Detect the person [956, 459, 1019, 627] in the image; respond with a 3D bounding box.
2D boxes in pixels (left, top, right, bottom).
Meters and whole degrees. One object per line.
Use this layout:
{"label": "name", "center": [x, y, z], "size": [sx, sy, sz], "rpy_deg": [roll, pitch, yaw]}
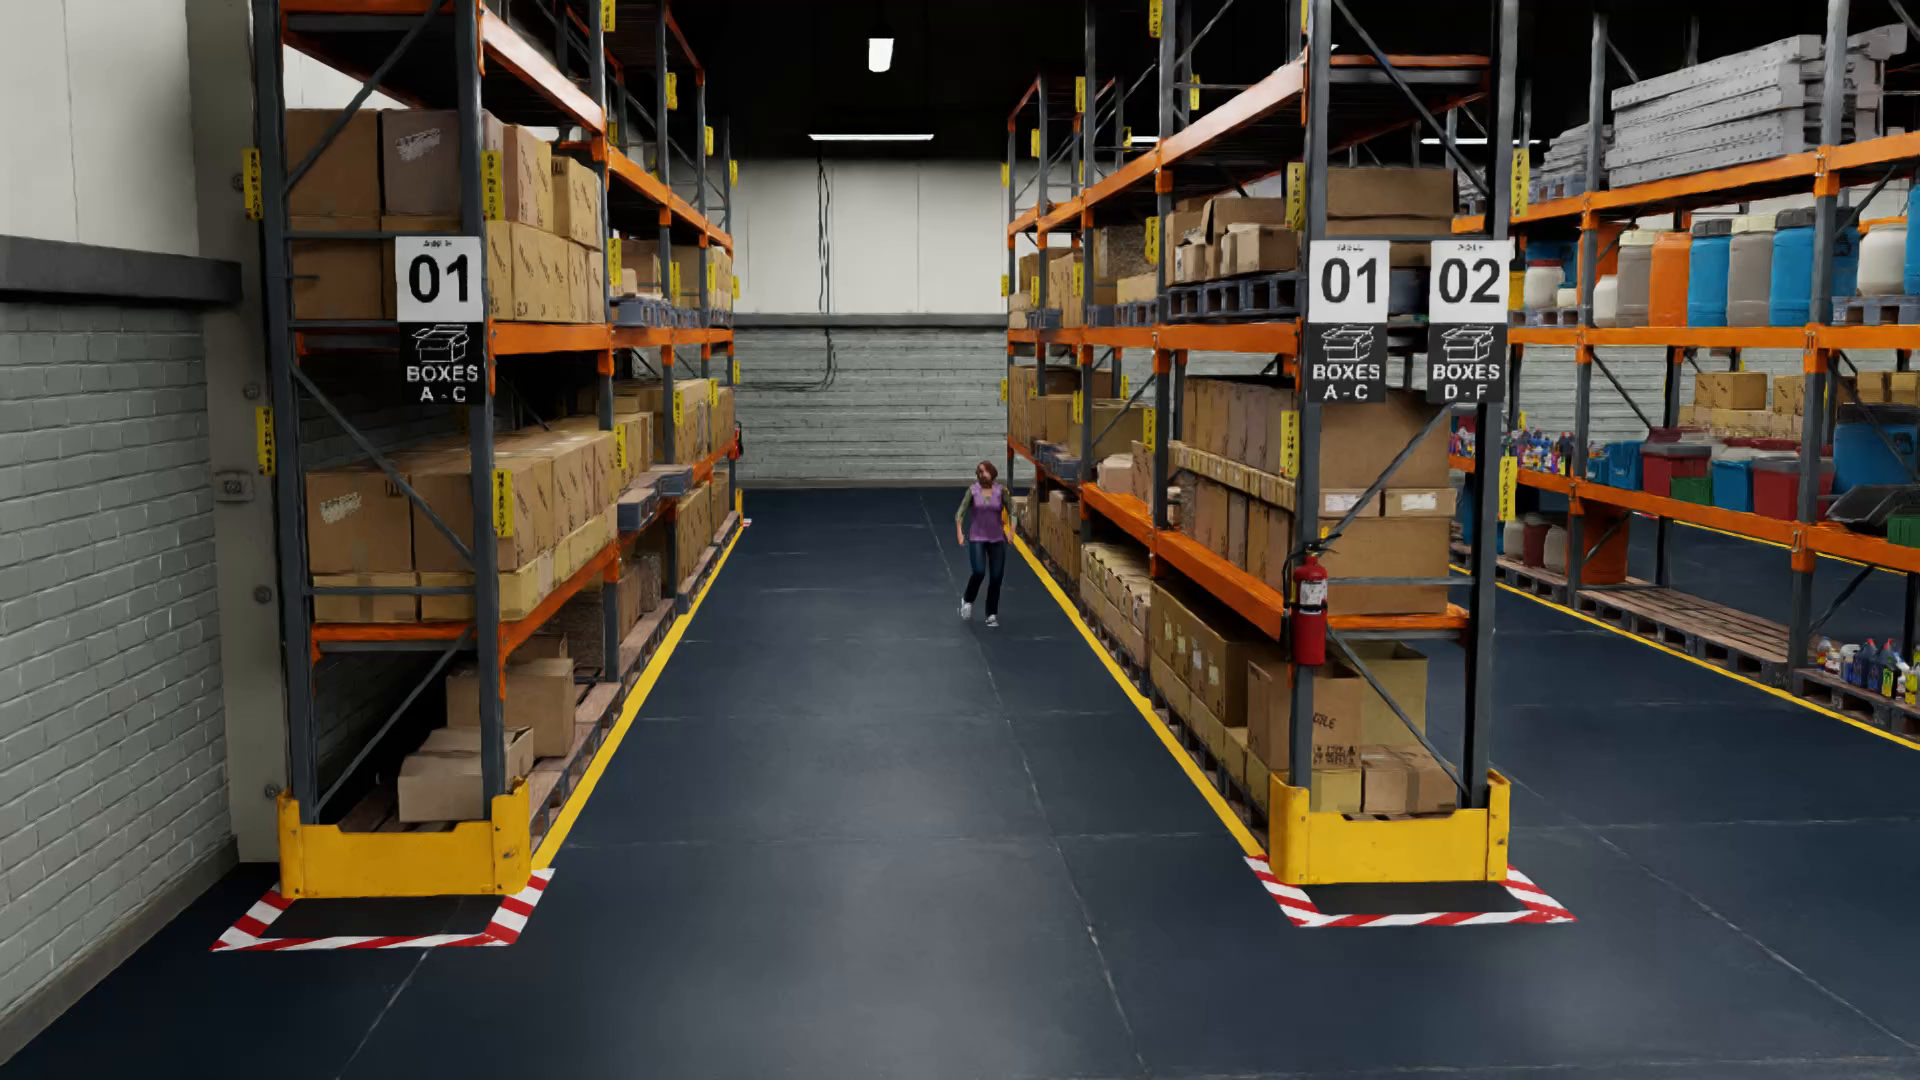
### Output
{"label": "person", "center": [0.271, 0.031, 15.651], "size": [0.585, 1.571, 0.441], "rpy_deg": [-1, 7, -8]}
